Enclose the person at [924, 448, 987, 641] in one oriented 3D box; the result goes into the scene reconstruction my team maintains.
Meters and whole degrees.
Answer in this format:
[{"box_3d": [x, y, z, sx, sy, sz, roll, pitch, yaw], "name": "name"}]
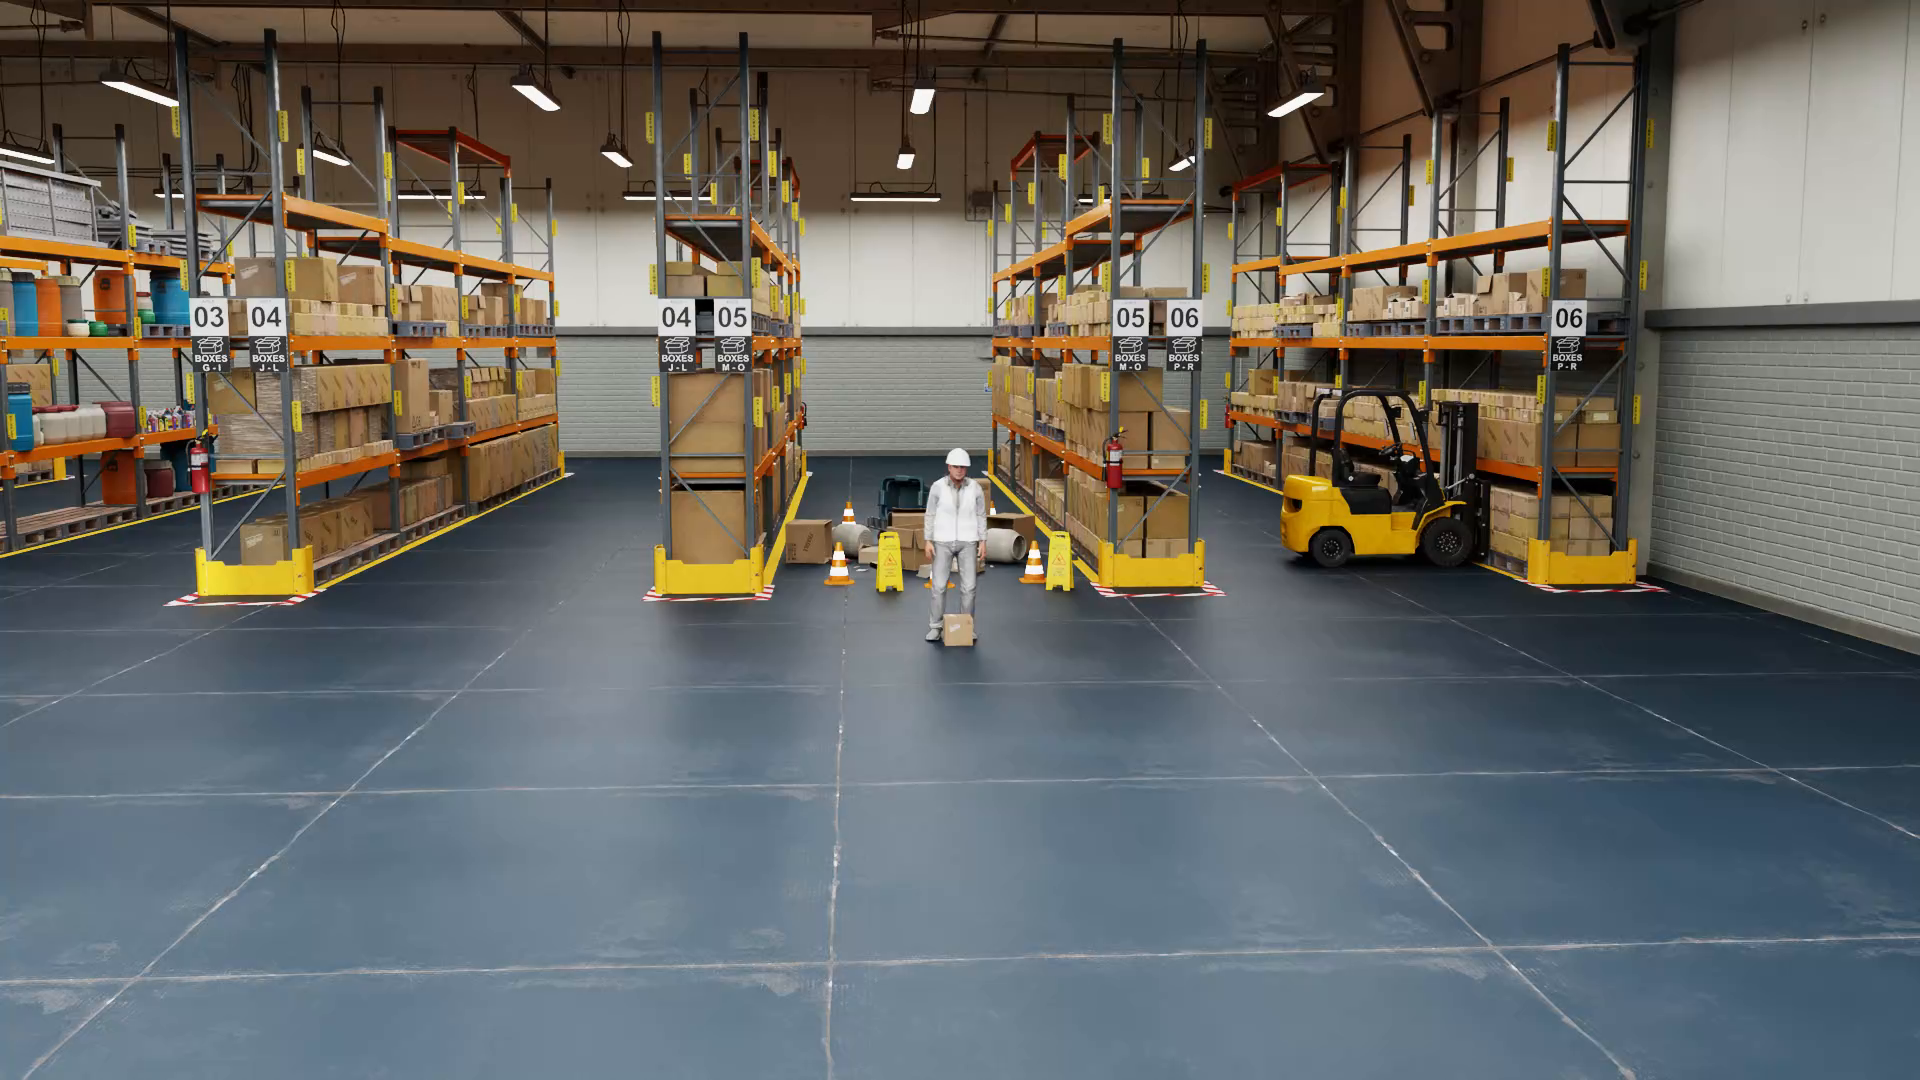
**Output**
[{"box_3d": [-0.039, 0.034, 15.341, 0.589, 1.772, 0.463, -1, 7, -5], "name": "person"}]
